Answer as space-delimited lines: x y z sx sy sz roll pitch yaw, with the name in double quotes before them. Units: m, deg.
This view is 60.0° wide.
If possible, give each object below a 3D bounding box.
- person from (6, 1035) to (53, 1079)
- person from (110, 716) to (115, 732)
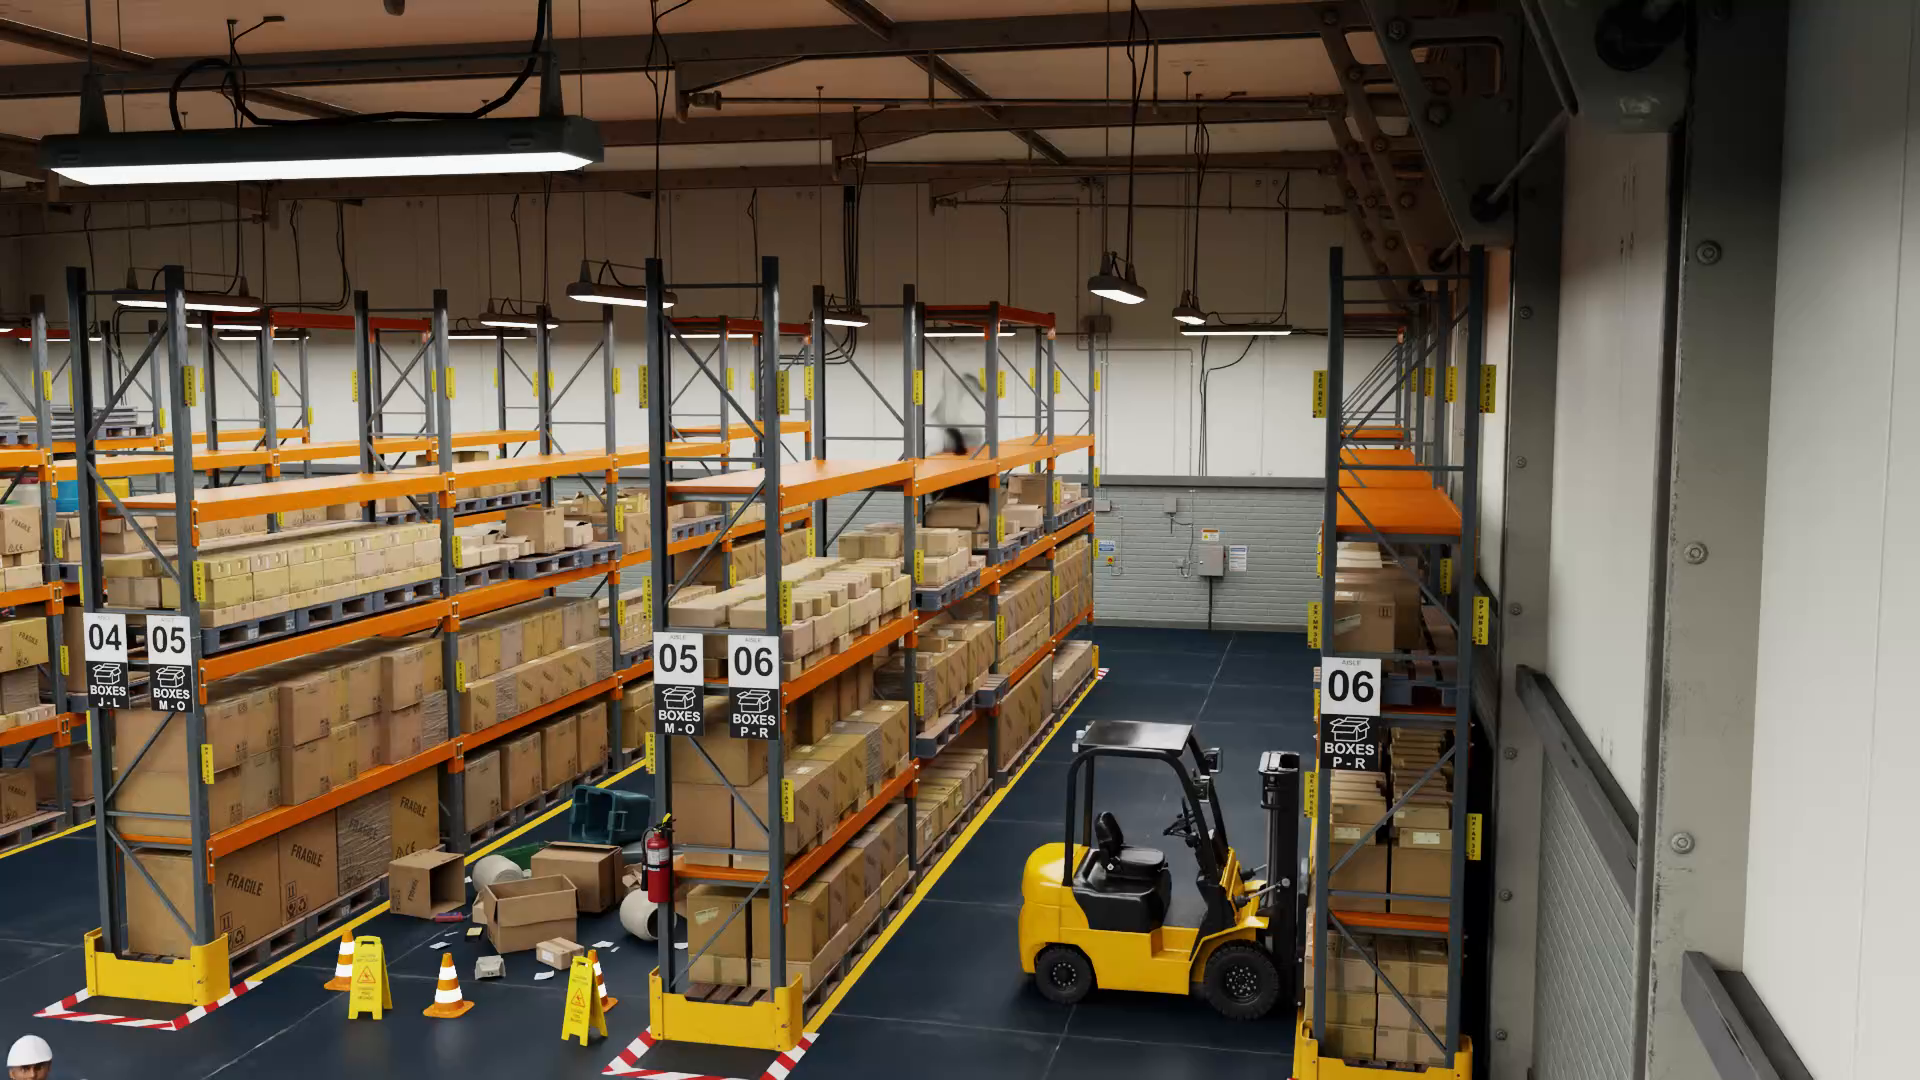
"person" -4.756 3.414 8.578 0.710 1.747 0.968 -4 7 -35
"person" -11.966 1.967 23.079 0.606 1.826 0.821 1 6 9
